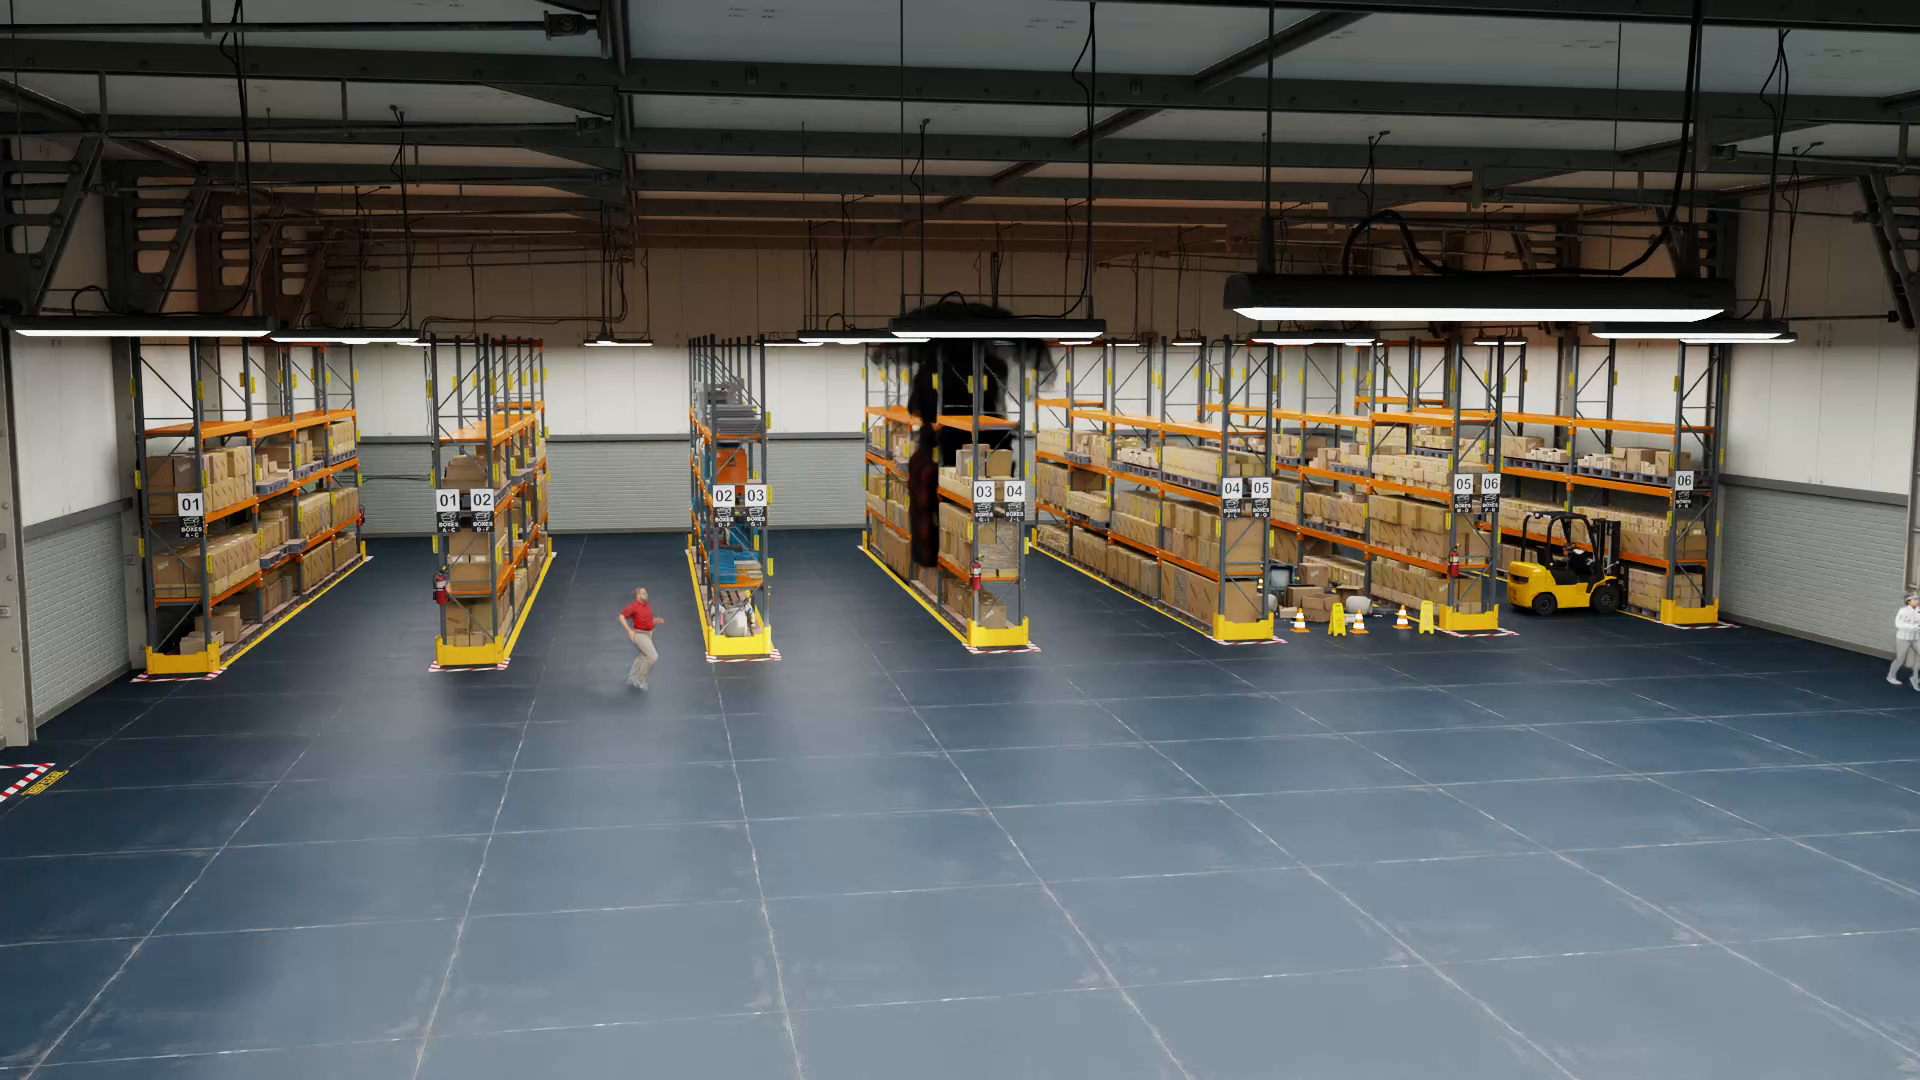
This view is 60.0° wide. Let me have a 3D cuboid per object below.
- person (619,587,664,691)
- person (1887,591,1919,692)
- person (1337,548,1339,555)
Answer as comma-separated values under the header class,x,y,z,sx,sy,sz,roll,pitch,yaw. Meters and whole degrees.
class,x,y,z,sx,sy,sz,roll,pitch,yaw
person,-5.322,1.678,28.033,0.711,1.756,0.639,2,7,14
person,15.952,1.694,28.011,0.594,1.710,0.752,-1,7,-12
person,10.103,-0.256,44.712,0.655,1.753,0.699,-1,7,-13
